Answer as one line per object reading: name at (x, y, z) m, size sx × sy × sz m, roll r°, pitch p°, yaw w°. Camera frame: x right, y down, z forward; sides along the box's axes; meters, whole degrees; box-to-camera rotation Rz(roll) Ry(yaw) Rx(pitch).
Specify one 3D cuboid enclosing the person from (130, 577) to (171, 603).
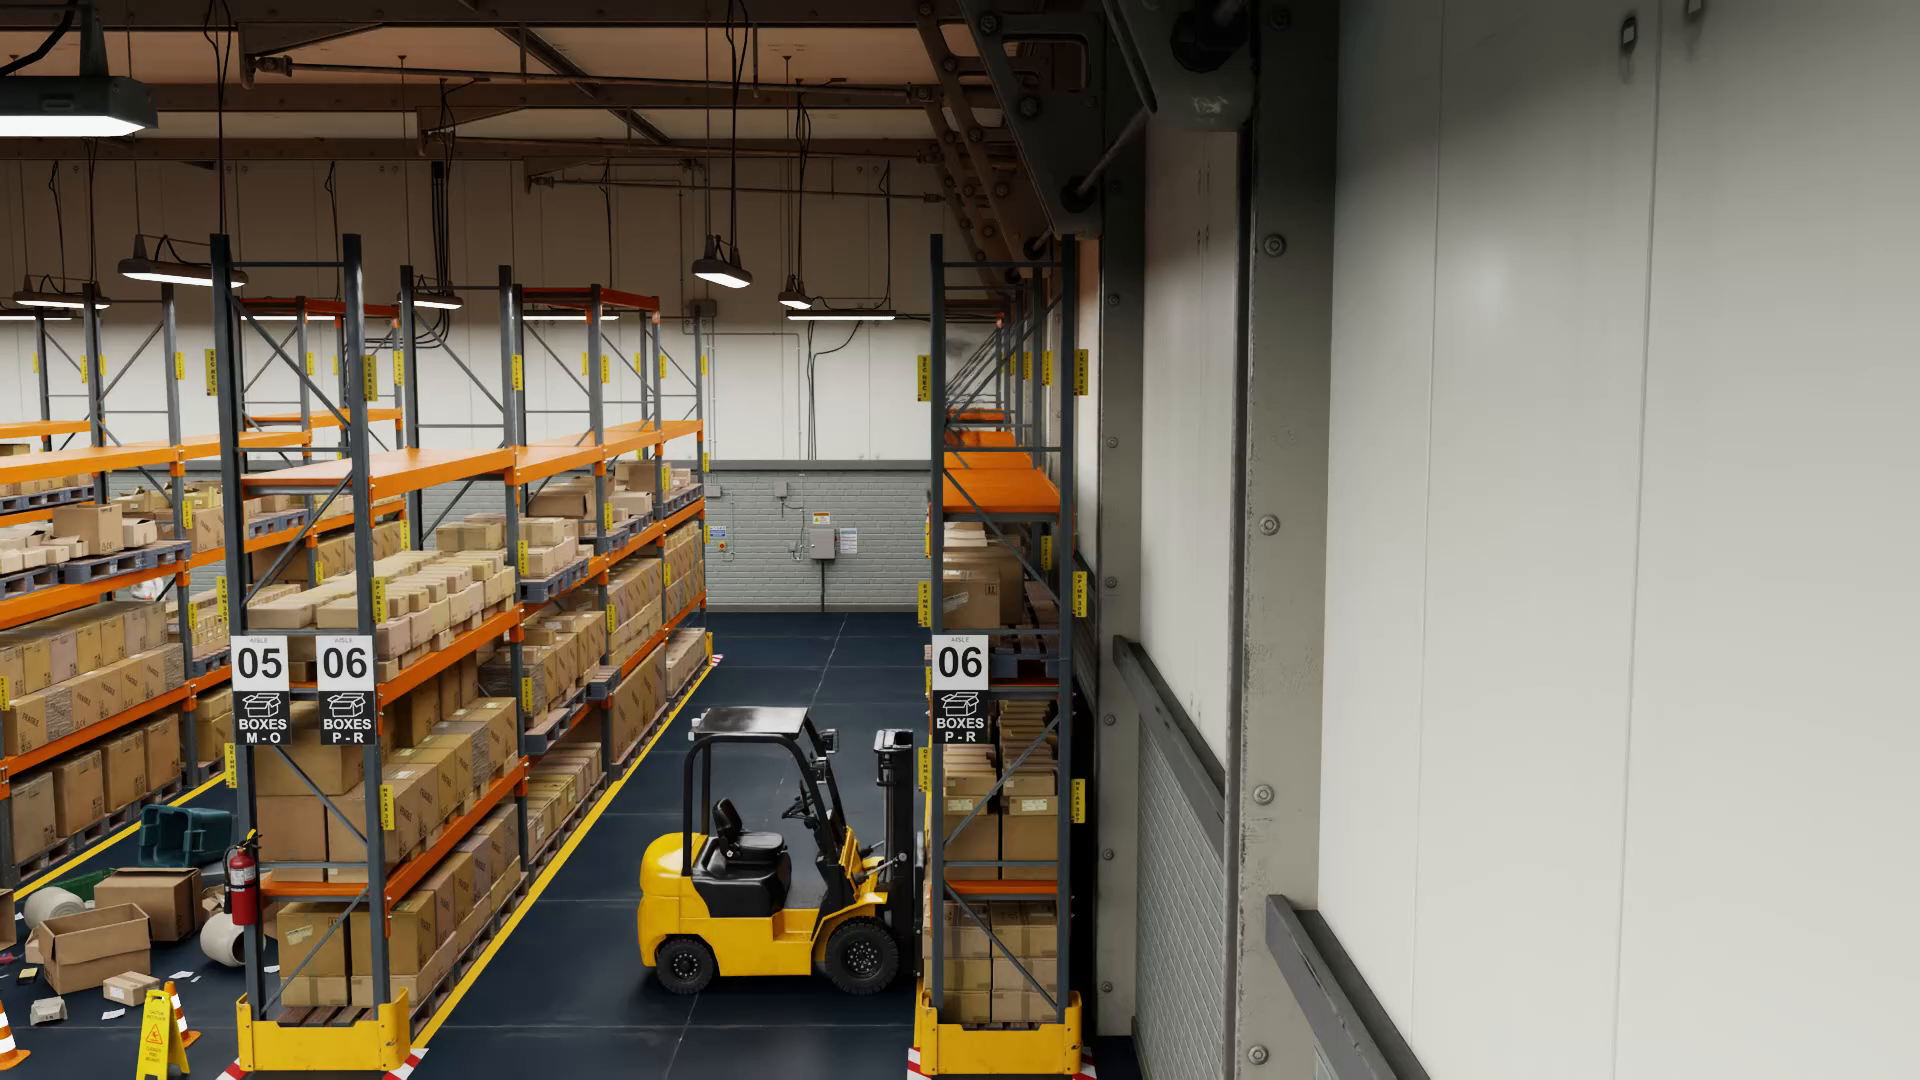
person at (-13.964, 1.136, 28.717) m, size 0.763 × 1.732 × 0.668 m, roll 5°, pitch 8°, yaw 37°
